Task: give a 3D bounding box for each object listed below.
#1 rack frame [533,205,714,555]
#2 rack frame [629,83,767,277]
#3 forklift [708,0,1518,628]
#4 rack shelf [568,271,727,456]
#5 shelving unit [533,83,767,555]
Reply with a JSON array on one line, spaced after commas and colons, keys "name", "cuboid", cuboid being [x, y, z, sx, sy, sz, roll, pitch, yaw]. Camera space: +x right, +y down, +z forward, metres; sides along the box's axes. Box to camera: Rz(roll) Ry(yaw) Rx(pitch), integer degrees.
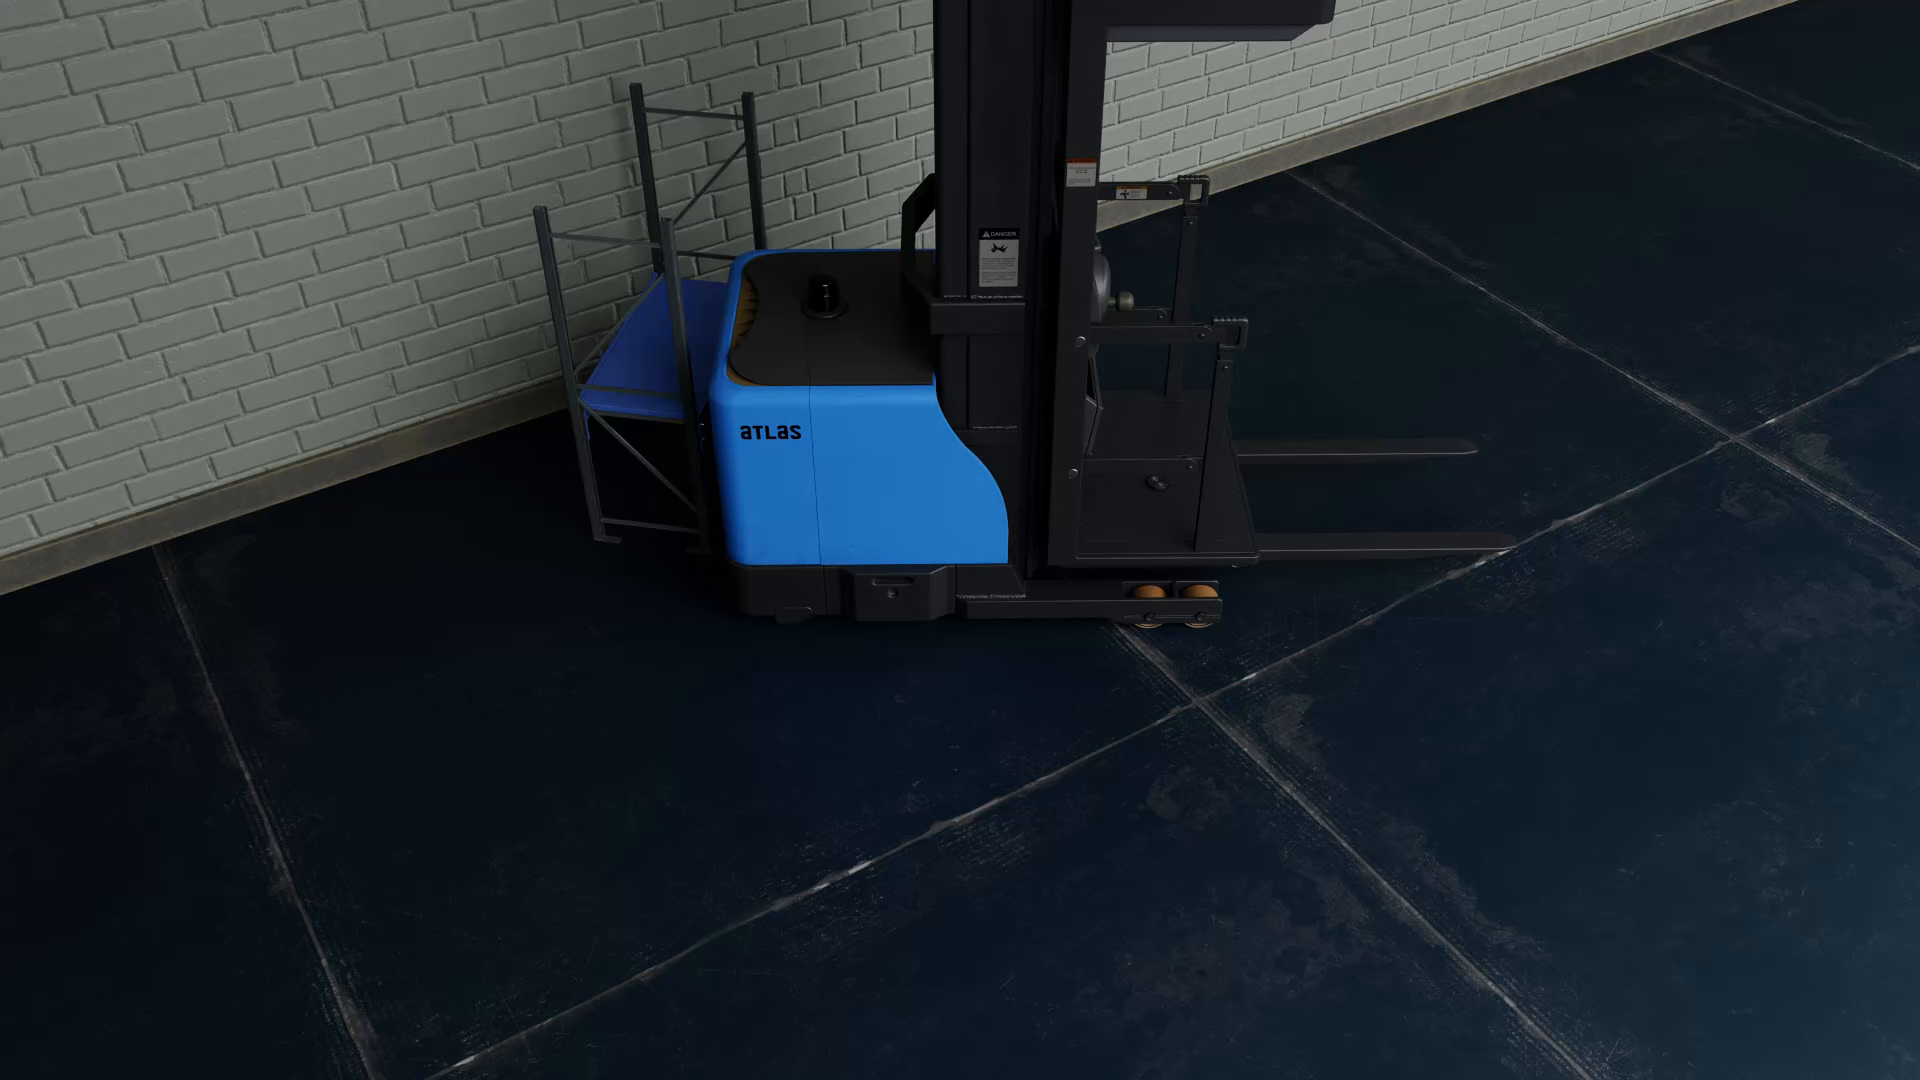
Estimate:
[{"name": "rack frame", "cuboid": [-1.239, -0.555, 6.244, 0.500, 1.500, 0.032, 7, 40, 8]}, {"name": "rack frame", "cuboid": [-1.056, -1.195, 7.012, 0.500, 1.500, 0.032, 7, 40, 8]}, {"name": "forklift", "cuboid": [0.622, -1.131, 5.818, 3.031, 2.935, 1.130, 0, 40, -1]}, {"name": "rack shelf", "cuboid": [-1.148, -0.737, 6.743, 0.538, 0.185, 1.000, 7, 40, 8]}, {"name": "shelving unit", "cuboid": [-1.148, -0.875, 6.628, 0.538, 1.500, 1.048, 7, 40, 8]}]
